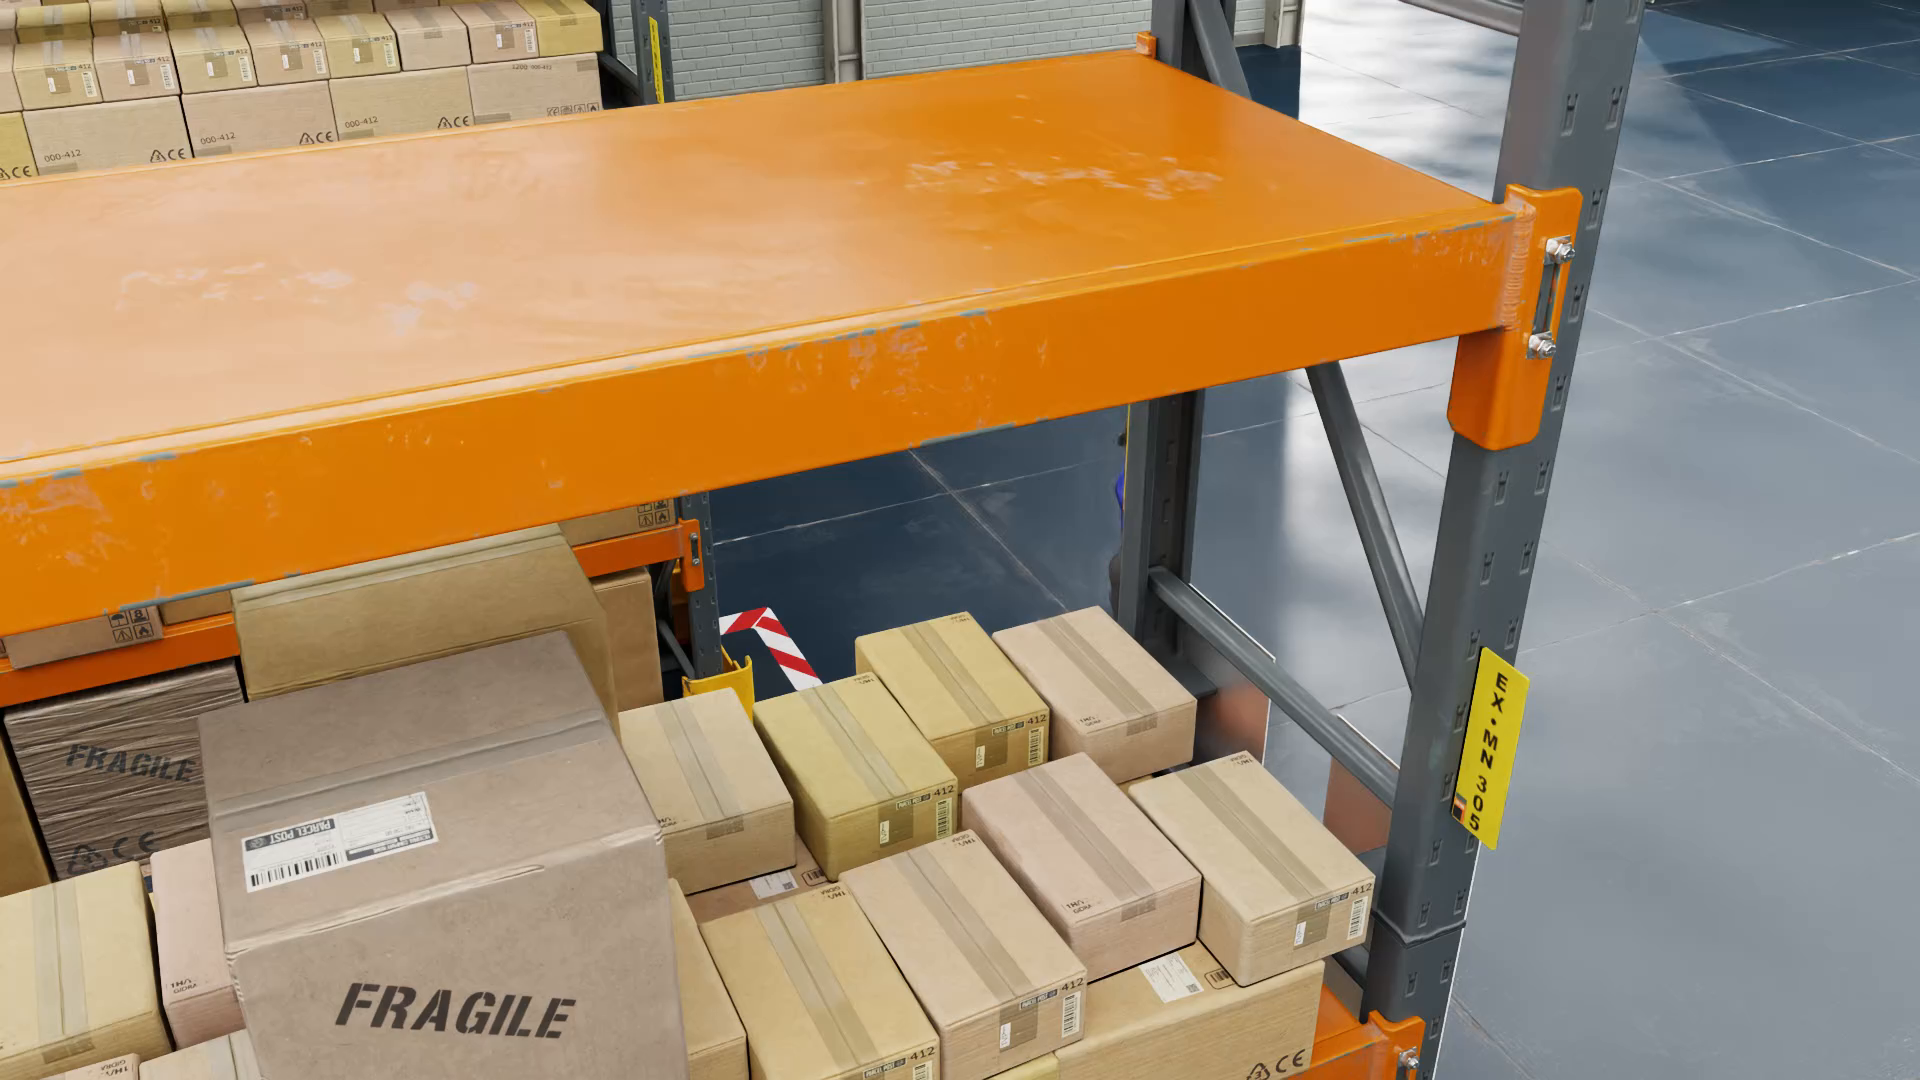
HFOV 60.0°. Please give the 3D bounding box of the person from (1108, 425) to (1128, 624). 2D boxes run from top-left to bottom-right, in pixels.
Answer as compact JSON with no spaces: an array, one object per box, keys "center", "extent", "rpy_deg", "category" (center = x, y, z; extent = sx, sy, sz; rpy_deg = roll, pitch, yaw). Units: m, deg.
[{"center":[1.038,0.157,8.175],"extent":[0.844,1.628,0.500],"rpy_deg":[14,32,22],"category":"person"}]
